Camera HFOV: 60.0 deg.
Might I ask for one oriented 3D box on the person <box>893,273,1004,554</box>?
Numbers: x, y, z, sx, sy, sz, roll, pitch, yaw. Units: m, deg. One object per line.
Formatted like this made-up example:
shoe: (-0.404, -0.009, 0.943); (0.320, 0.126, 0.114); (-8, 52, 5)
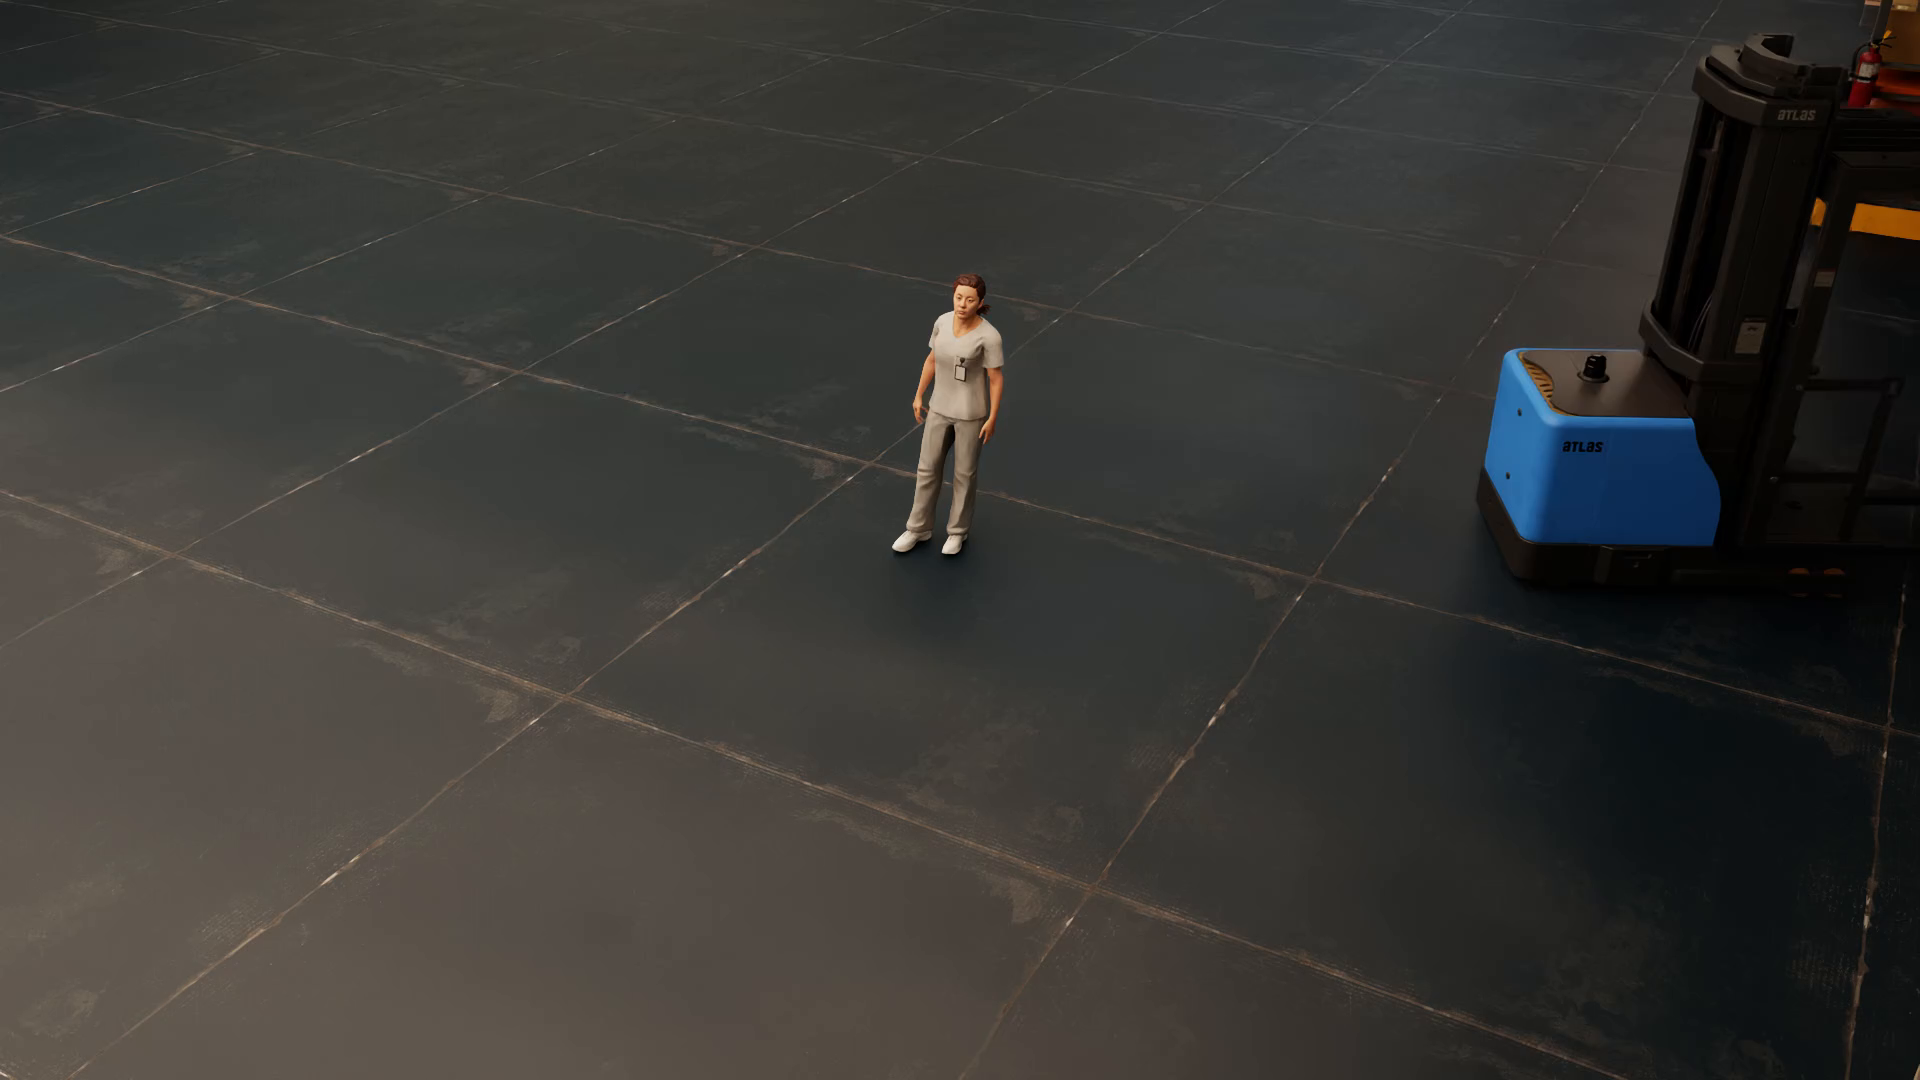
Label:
person: (-0.048, -0.704, 9.530); (0.549, 1.675, 0.549); (15, 33, 25)

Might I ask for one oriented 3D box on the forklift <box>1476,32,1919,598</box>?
forklift: (4.690, -1.213, 9.173); (3.031, 2.935, 1.130); (1, 30, 2)
